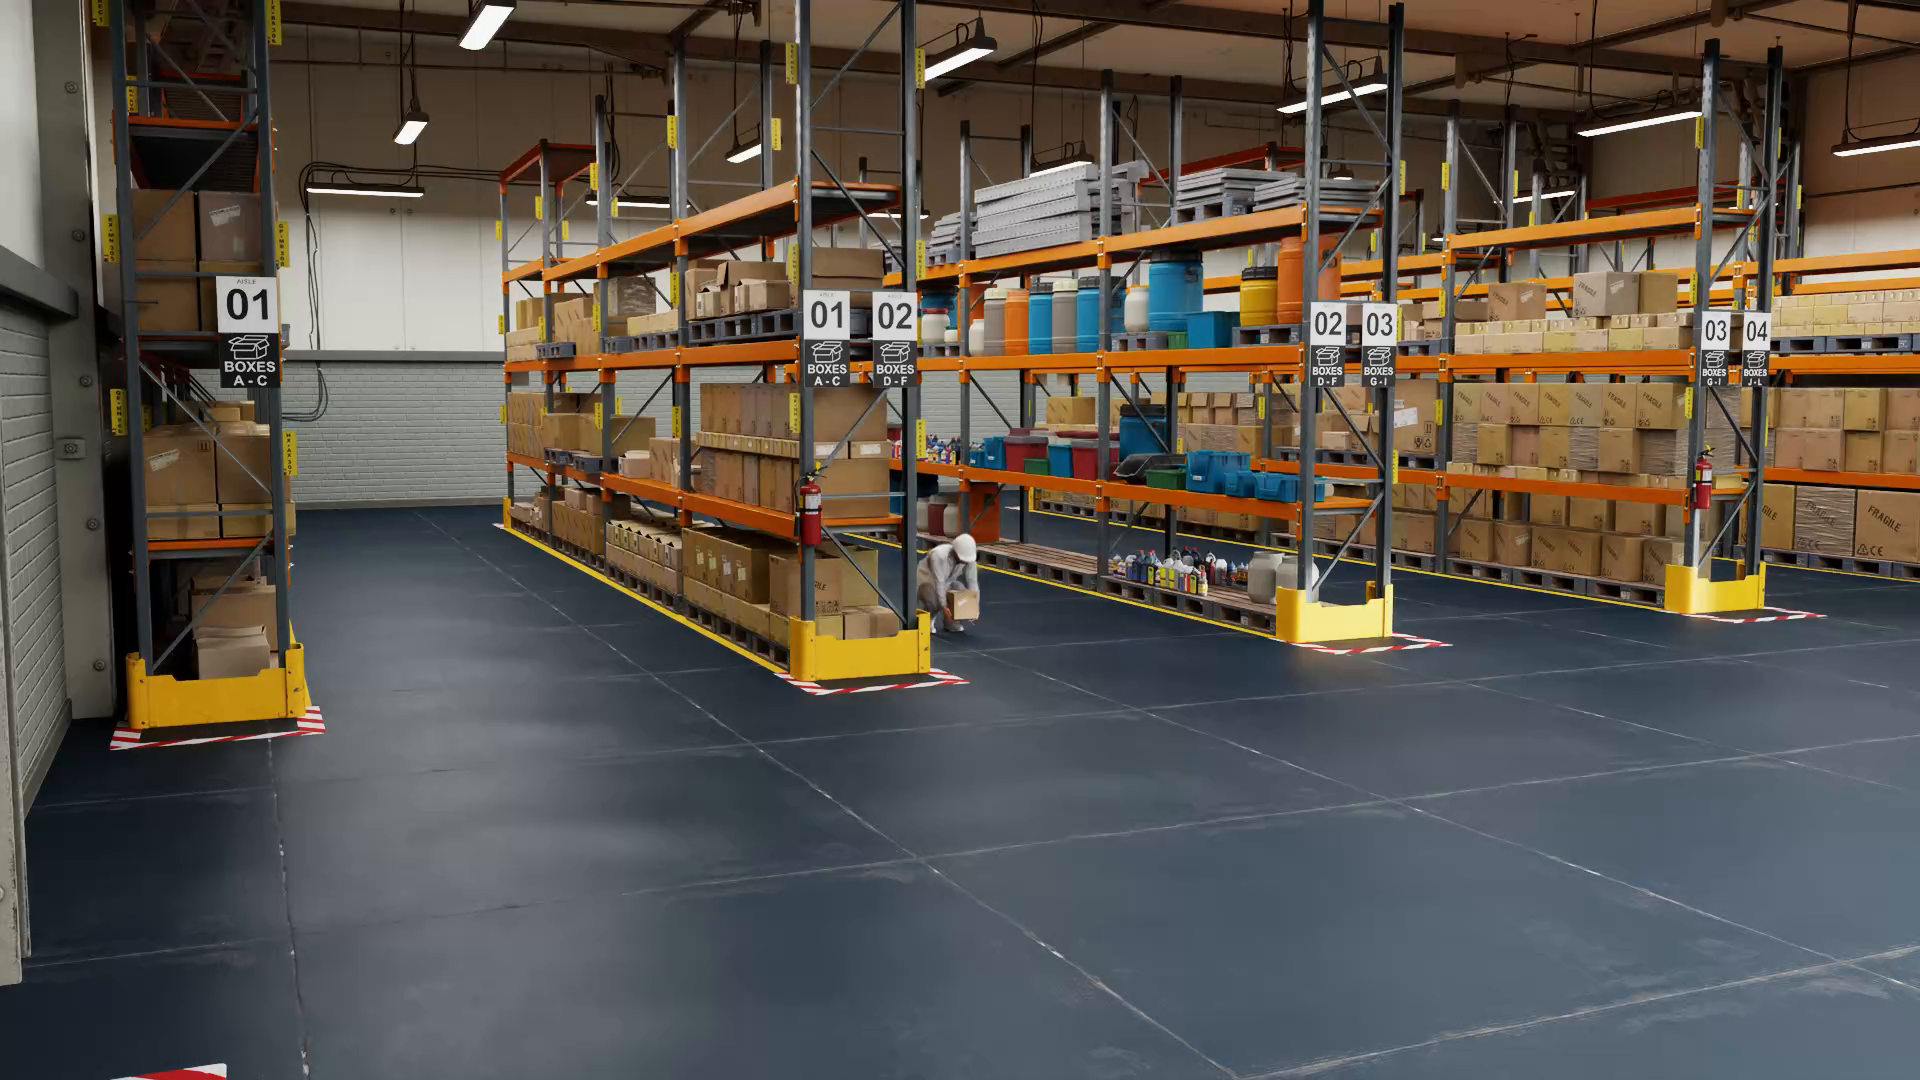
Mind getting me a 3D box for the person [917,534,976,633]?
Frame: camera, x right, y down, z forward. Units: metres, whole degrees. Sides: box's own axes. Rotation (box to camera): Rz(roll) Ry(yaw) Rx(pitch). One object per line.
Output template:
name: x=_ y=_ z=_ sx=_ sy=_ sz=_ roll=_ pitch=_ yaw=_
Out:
person: x=-0.126 y=0.418 z=16.300 sx=0.491 sy=1.011 sz=0.880 roll=-3 pitch=6 yaw=-25
